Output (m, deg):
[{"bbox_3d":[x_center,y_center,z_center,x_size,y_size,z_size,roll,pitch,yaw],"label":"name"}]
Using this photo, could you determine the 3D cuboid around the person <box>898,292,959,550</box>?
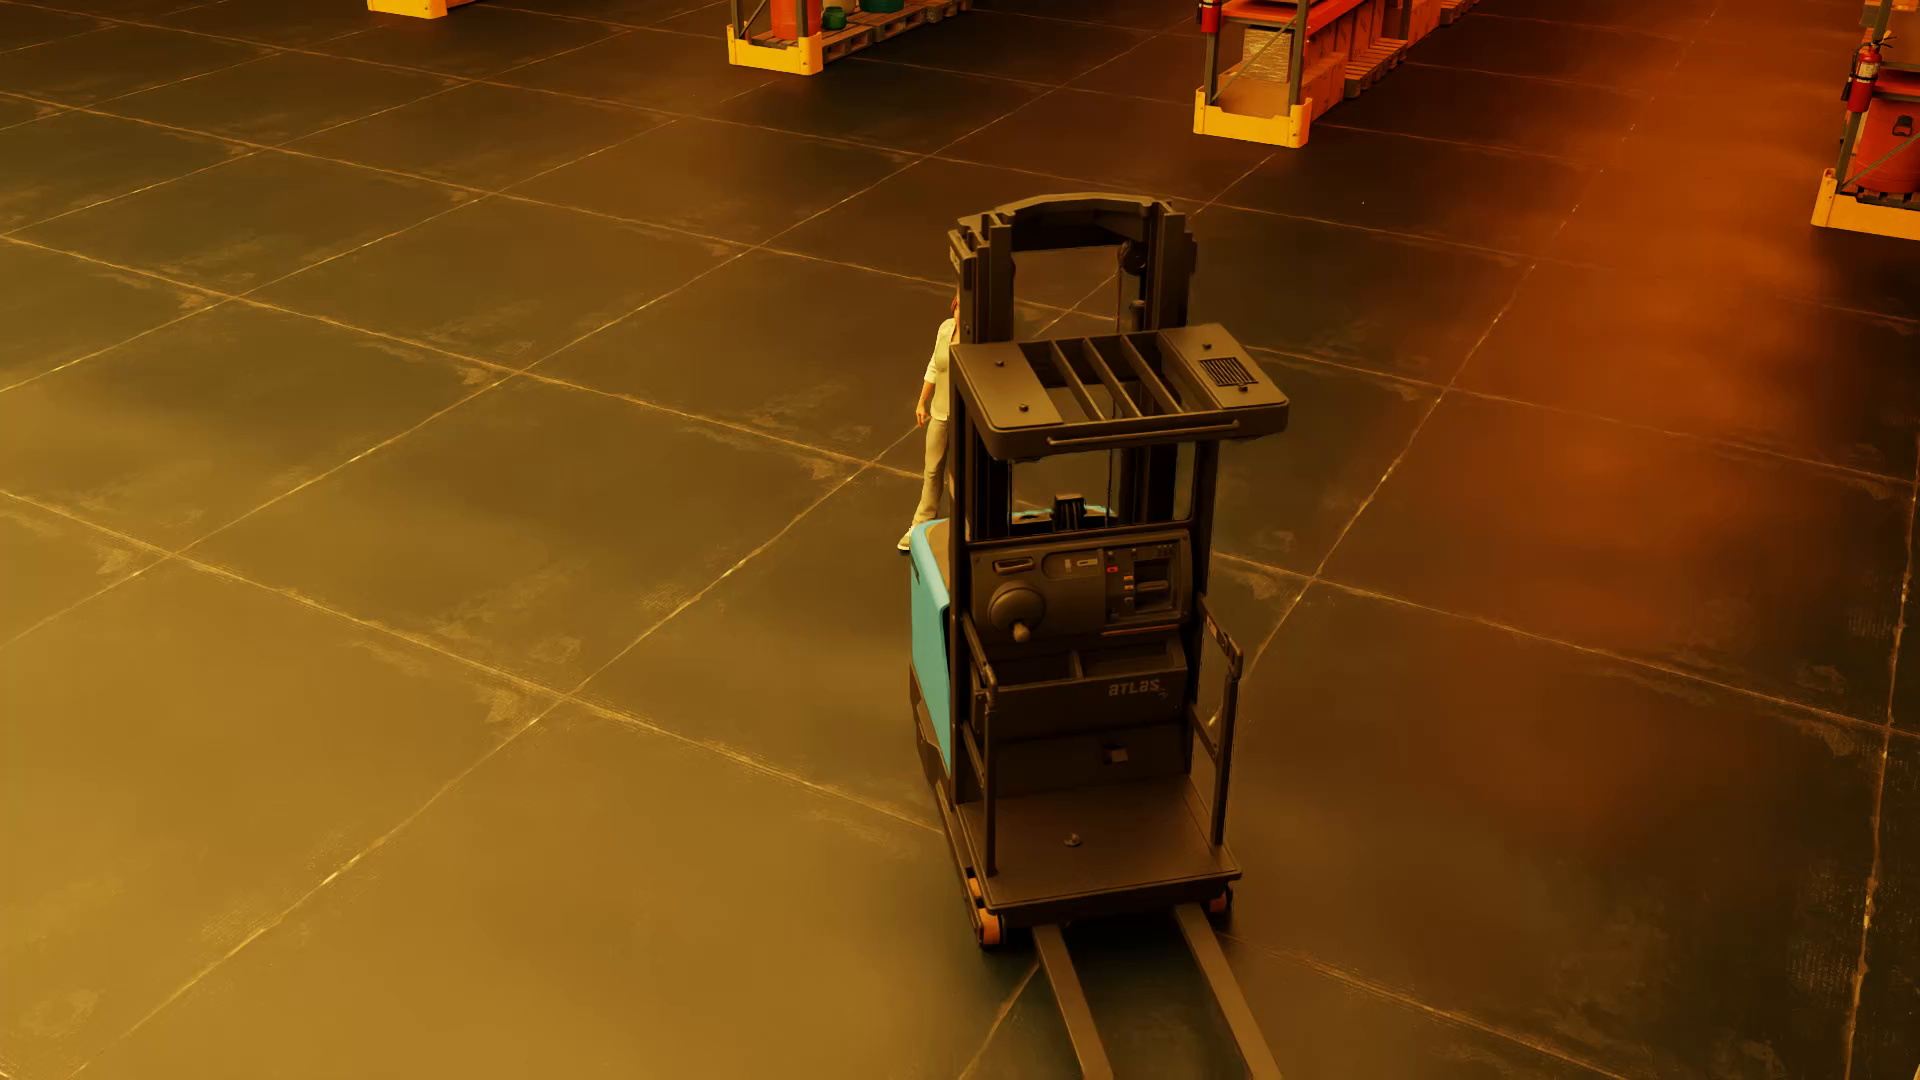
[{"bbox_3d":[-0.048,-0.663,9.554,0.521,1.582,0.475,15,33,25],"label":"person"}]

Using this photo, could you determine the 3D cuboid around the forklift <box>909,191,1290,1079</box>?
[{"bbox_3d":[0.549,0.242,6.651,1.130,2.935,3.031,-6,31,-10],"label":"forklift"}]
